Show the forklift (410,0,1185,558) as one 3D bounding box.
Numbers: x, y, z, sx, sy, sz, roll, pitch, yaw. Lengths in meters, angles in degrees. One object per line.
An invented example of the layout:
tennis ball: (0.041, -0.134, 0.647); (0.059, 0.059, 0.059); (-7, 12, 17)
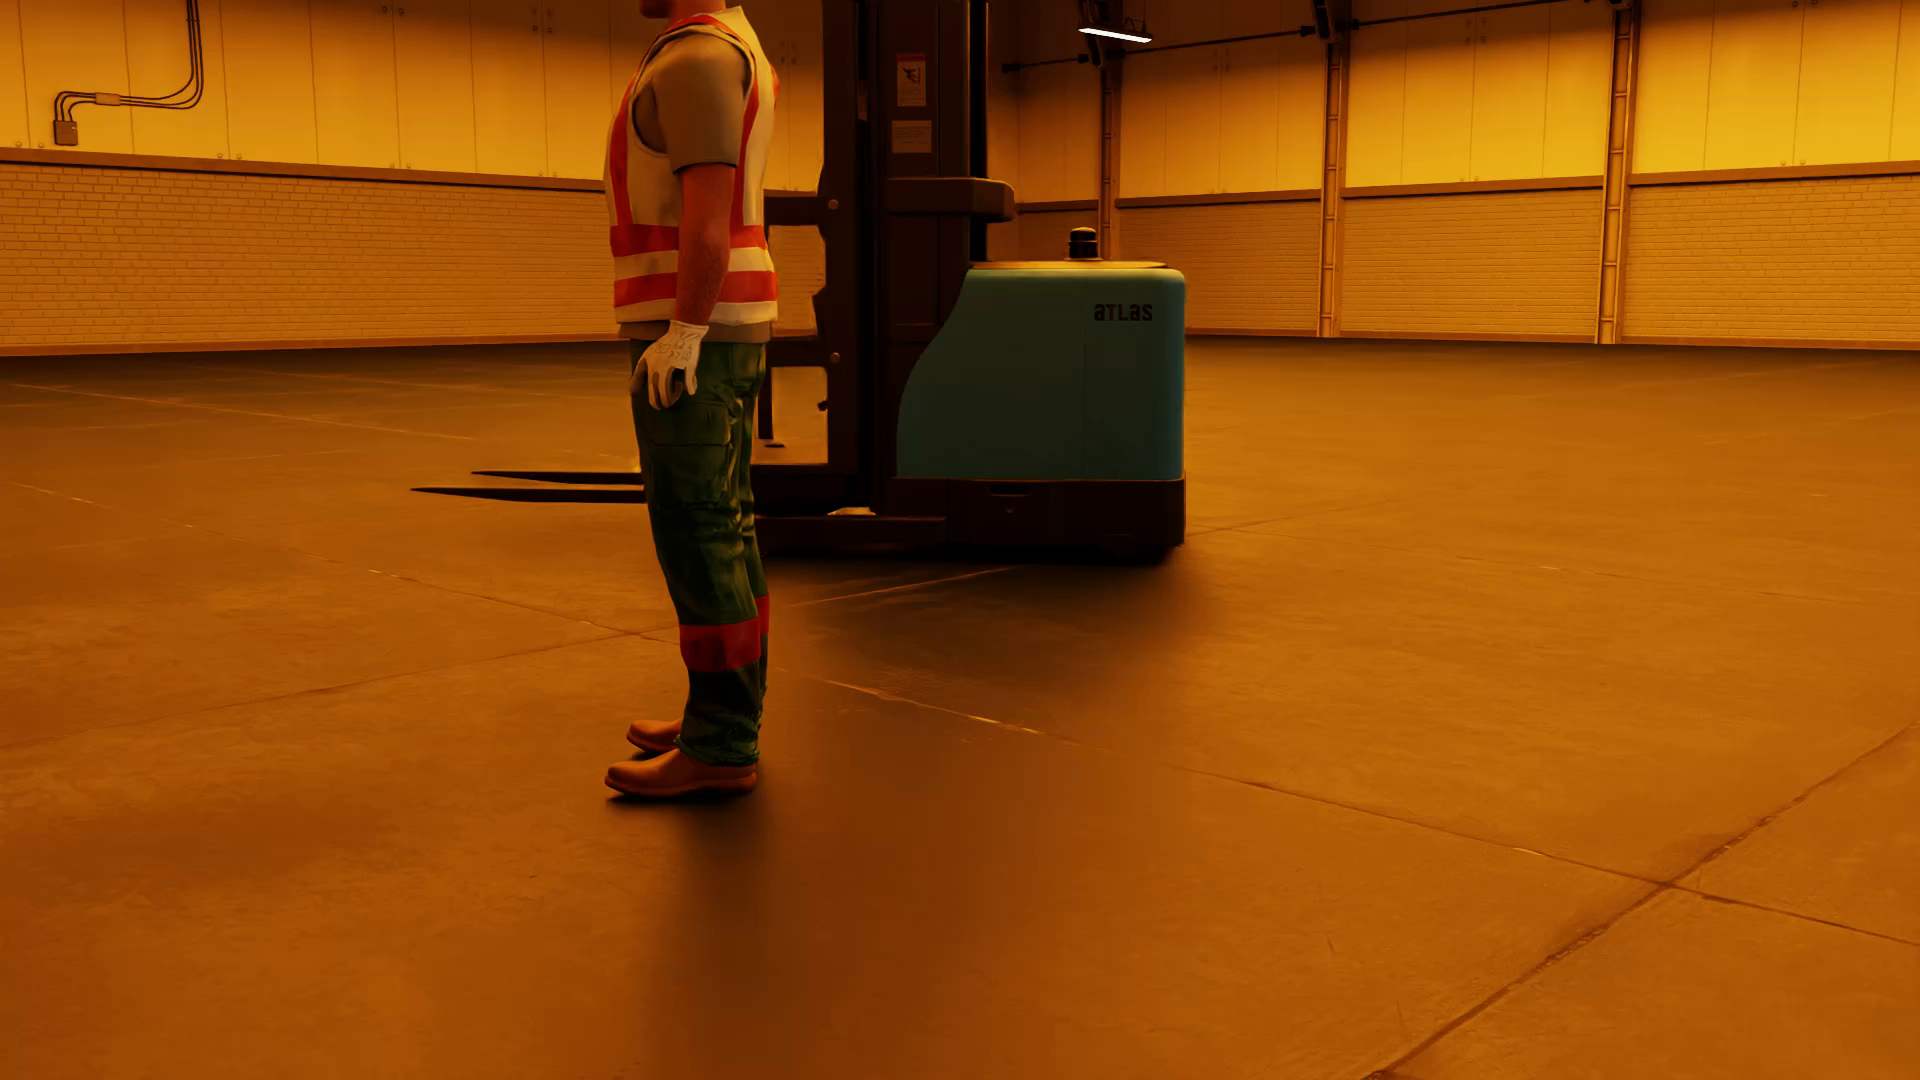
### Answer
forklift: (-0.633, -1.456, 6.546); (3.031, 2.935, 1.130); (1, 9, 6)

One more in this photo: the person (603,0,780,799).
person: (-0.546, -0.394, 3.324); (0.366, 1.796, 0.525); (0, 9, 0)
